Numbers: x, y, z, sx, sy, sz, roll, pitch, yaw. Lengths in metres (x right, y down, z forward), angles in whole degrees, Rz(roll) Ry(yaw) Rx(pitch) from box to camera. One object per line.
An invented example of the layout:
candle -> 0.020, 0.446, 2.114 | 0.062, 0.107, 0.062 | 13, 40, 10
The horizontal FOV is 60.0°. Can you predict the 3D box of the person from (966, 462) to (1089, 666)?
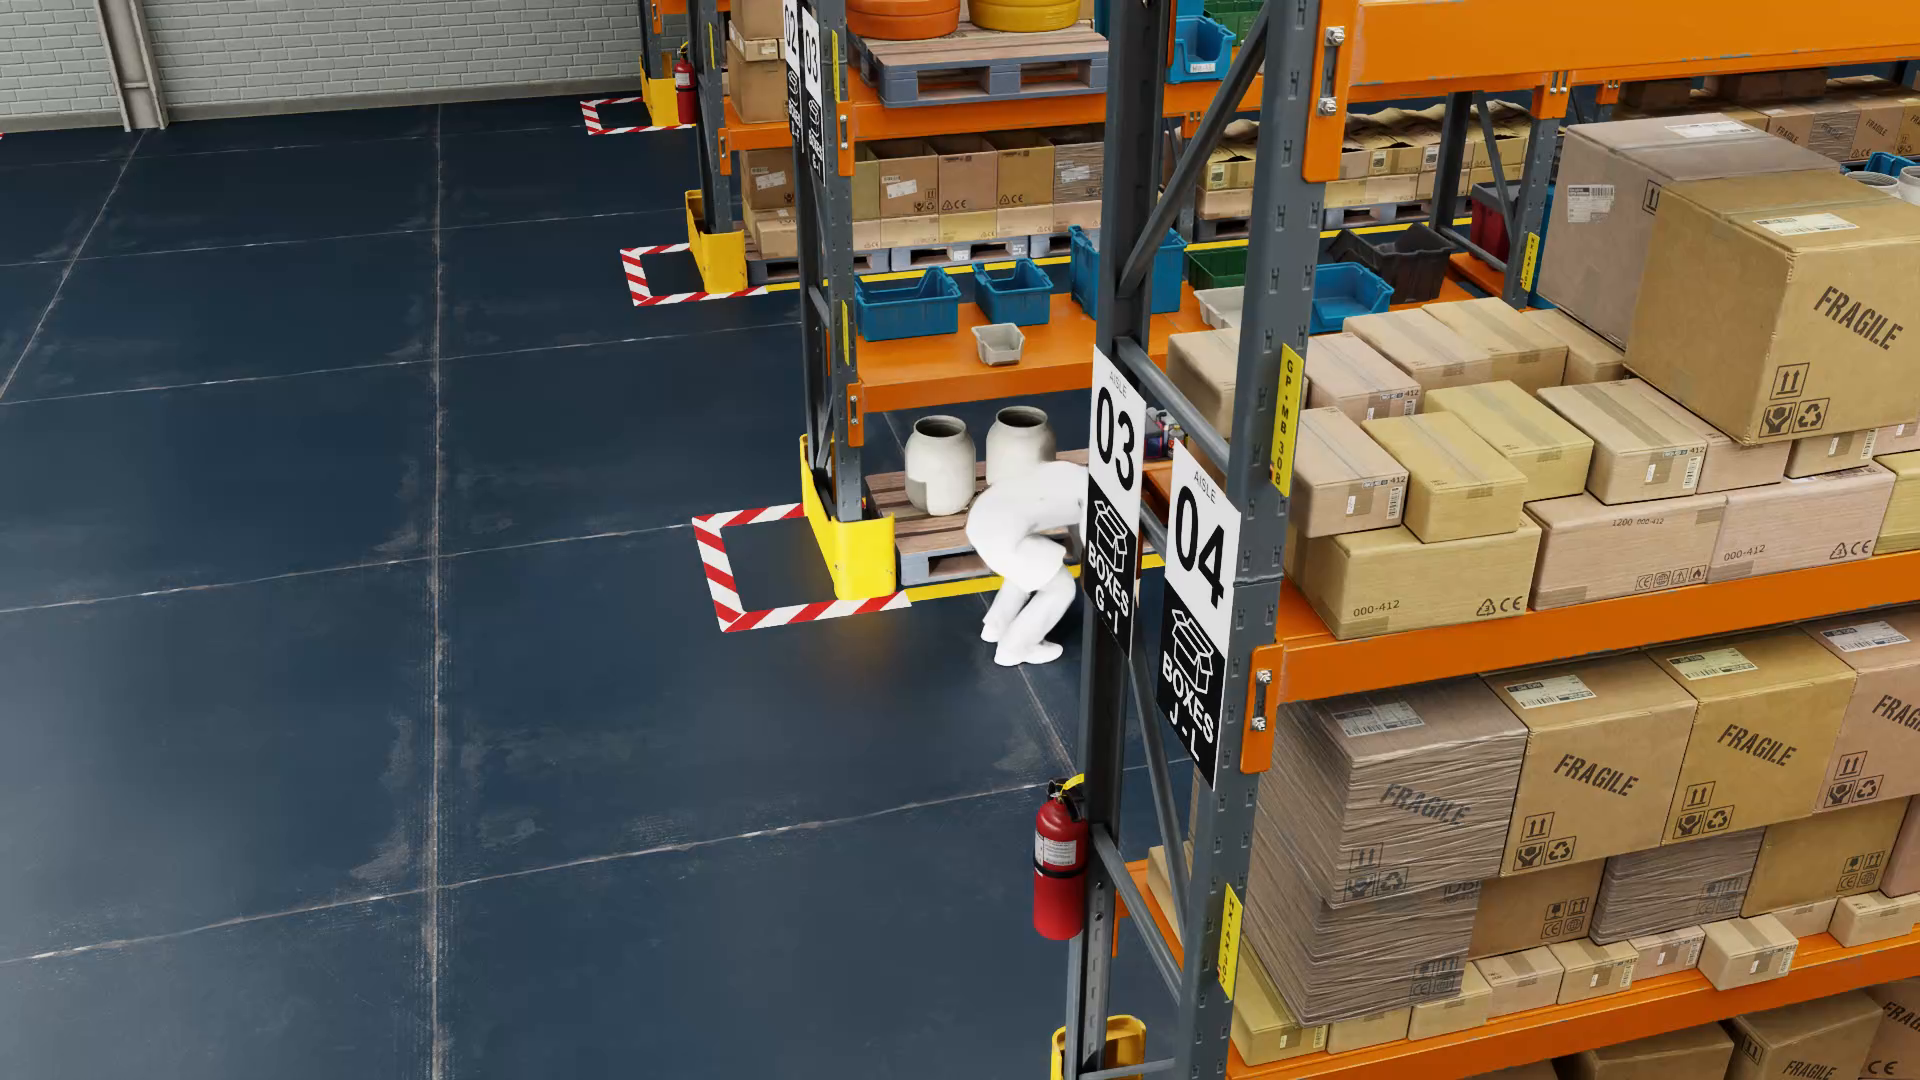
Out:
person -> 0.489, 0.095, 8.825 | 0.942, 1.049, 0.593 | -11, 32, -18
